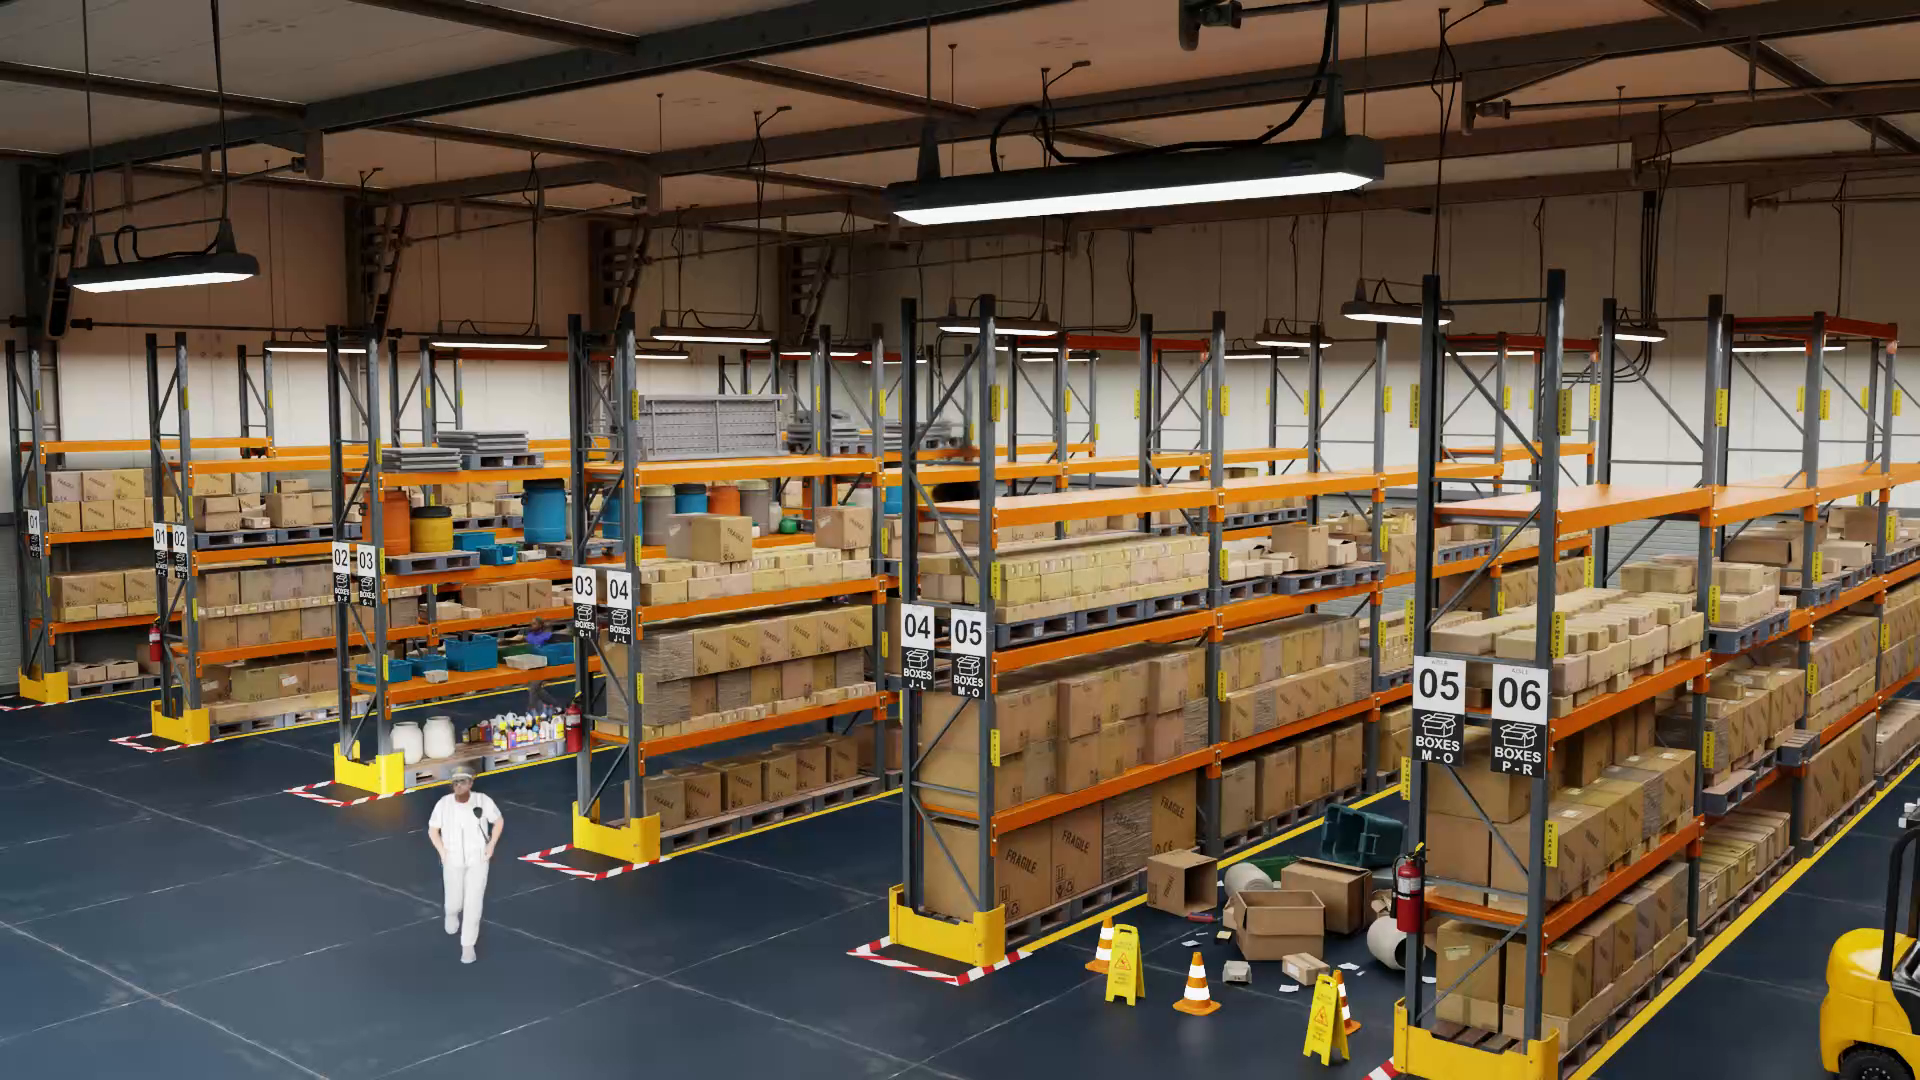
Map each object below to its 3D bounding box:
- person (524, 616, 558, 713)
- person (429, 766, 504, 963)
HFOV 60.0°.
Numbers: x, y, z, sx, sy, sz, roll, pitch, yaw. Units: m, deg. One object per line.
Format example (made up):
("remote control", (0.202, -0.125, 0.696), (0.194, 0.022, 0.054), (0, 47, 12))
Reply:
("person", (-6.526, 2.004, 25.695), (0.581, 1.659, 0.876), (3, 6, 34))
("person", (-4.542, 2.926, 15.327), (0.667, 1.776, 0.760), (-1, 5, -13))
